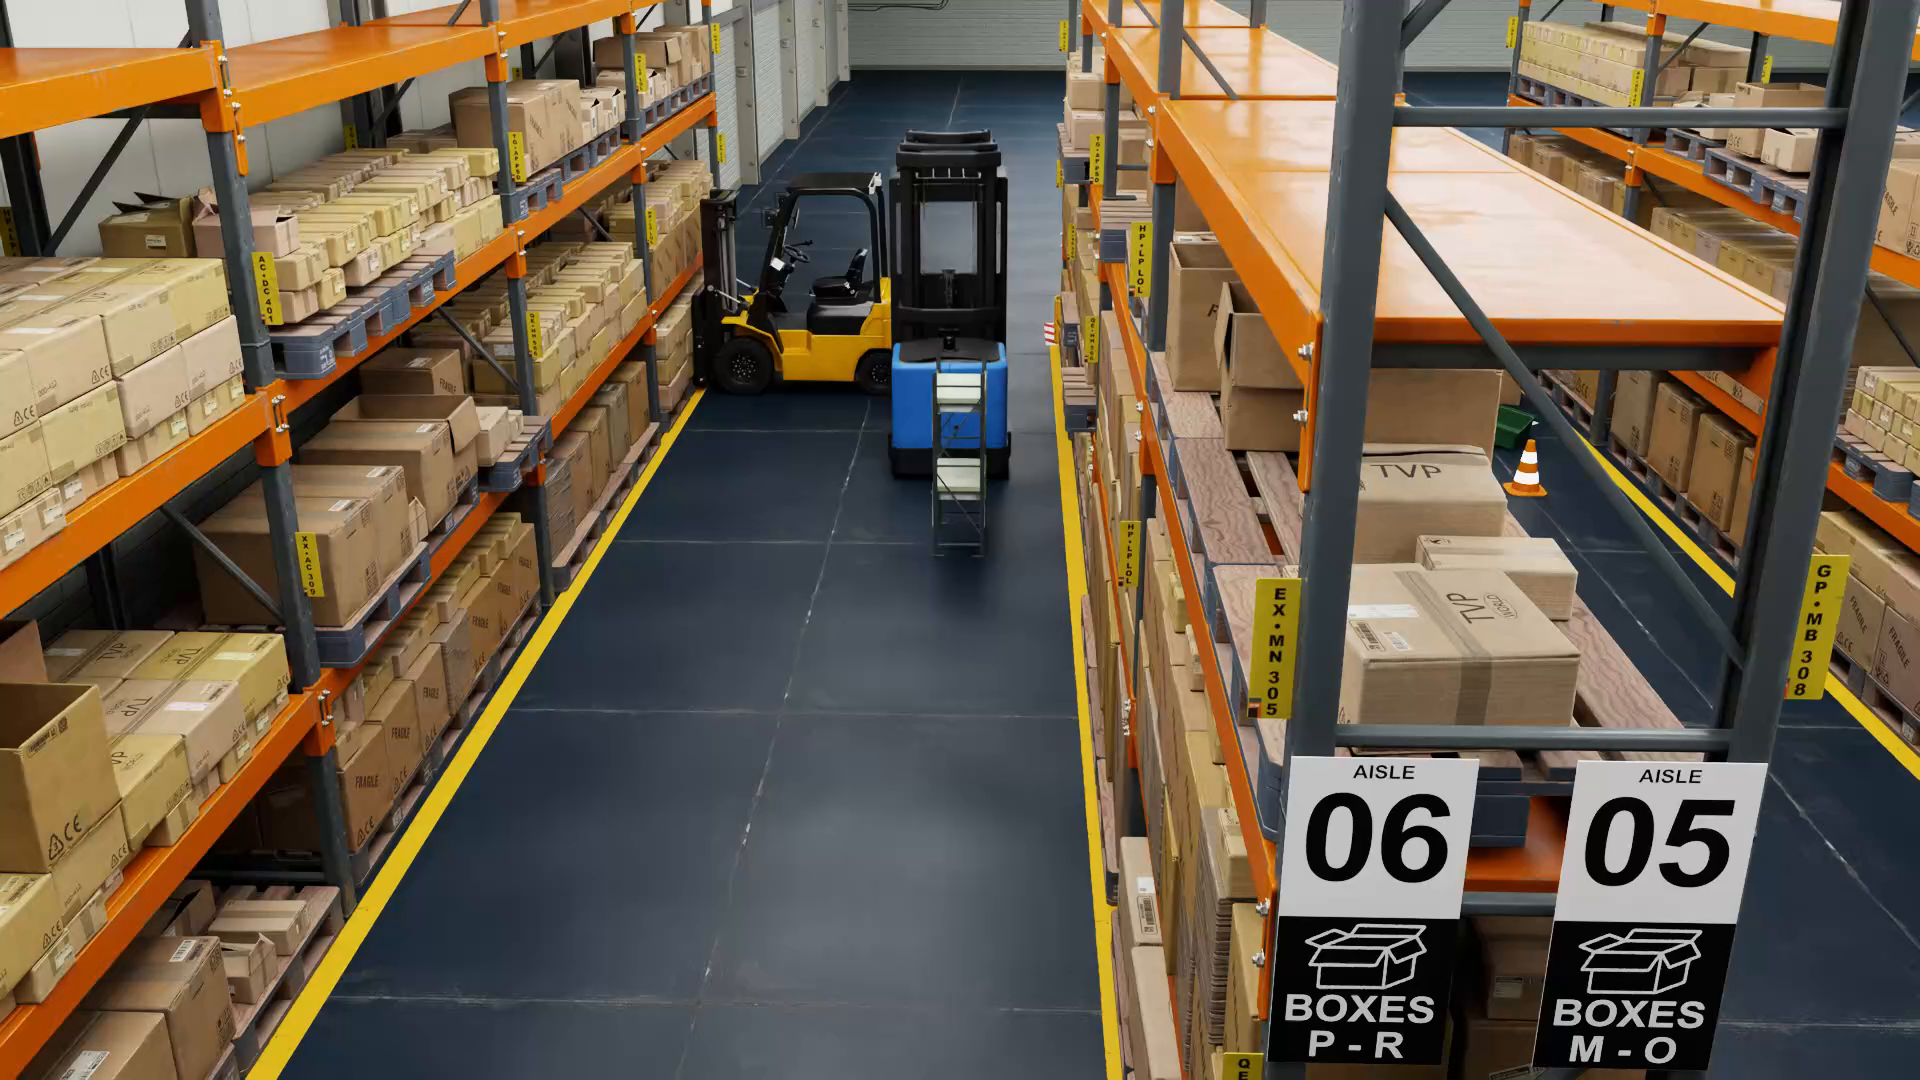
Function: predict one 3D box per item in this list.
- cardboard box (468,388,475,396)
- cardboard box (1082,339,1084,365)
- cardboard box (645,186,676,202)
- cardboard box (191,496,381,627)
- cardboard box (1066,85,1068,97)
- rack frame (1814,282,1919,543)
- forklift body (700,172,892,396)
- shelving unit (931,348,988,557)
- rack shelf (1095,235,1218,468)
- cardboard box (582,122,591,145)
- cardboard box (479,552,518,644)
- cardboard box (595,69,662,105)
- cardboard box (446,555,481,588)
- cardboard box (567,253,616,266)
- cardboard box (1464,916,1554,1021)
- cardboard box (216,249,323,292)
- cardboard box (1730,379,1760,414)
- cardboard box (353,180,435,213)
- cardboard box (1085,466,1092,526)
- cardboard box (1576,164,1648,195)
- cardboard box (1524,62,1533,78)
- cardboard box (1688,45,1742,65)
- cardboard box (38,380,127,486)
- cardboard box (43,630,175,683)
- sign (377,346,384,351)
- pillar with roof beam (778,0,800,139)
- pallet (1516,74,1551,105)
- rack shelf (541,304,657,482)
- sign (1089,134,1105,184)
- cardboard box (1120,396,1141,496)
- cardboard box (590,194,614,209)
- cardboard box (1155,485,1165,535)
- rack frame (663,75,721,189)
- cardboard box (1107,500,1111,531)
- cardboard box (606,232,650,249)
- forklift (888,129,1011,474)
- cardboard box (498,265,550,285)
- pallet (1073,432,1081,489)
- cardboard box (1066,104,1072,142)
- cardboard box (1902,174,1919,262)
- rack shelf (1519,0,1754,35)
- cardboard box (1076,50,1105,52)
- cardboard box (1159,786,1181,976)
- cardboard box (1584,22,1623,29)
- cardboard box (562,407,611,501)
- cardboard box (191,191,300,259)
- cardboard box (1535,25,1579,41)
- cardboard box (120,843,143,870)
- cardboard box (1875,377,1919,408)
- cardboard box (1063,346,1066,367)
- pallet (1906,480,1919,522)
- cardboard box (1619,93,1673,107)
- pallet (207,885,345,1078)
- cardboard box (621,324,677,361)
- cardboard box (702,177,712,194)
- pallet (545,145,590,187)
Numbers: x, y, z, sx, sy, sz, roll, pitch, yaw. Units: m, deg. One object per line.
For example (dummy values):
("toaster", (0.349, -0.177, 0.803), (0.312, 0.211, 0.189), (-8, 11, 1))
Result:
("cardboard box", (-3.750, -1.024, 12.228), (0.500, 0.250, 0.500), (0, 21, 0))
("cardboard box", (1.137, -1.455, 12.899), (0.380, 0.149, 0.250), (1, 21, 3))
("cardboard box", (-3.130, -3.531, 17.037), (0.380, 0.149, 0.250), (1, 21, 2))
("cardboard box", (-3.391, 0.103, 8.398), (0.700, 0.500, 0.500), (1, 21, 3))
("cardboard box", (1.362, -4.933, 18.296), (0.380, 0.149, 0.250), (1, 21, 2))
("rack frame", (6.405, -0.857, 11.592), (1.000, 3.000, 0.127), (1, 21, 2))
("forklift body", (-1.499, -2.720, 17.565), (2.313, 2.155, 1.214), (1, 21, 2))
("shelving unit", (0.000, -0.702, 13.264), (0.431, 1.500, 0.755), (1, 21, 2))
("rack shelf", (1.393, -1.215, 9.362), (1.077, 0.370, 4.000), (1, 21, 2))
("cardboard box", (-3.139, -3.219, 13.159), (0.380, 0.149, 0.250), (0, 21, 1))
("cardboard box", (-3.331, 0.377, 11.285), (0.500, 0.500, 0.500), (0, 21, 1))
("cardboard box", (-3.117, -4.272, 15.650), (0.500, 0.311, 0.500), (1, 21, 3))
("cardboard box", (-3.352, 0.209, 10.822), (0.380, 0.149, 0.250), (1, 21, 3))
("cardboard box", (-3.224, -2.416, 14.575), (0.380, 0.149, 0.250), (1, 21, 2))
("cardboard box", (1.498, 1.077, 4.190), (0.380, 0.149, 0.250), (1, 21, 3))
("cardboard box", (-3.182, -1.248, 7.669), (0.380, 0.149, 0.250), (1, 21, 3))
("cardboard box", (6.166, -1.250, 12.466), (0.500, 0.500, 0.500), (1, 21, 2))
("cardboard box", (-3.262, -1.985, 9.596), (0.380, 0.149, 0.250), (1, 21, 2))
("cardboard box", (1.495, -0.317, 13.251), (0.950, 0.372, 0.625), (0, 21, 1))
("cardboard box", (6.626, -3.404, 16.454), (0.875, 0.550, 0.550), (1, 21, 2))
("cardboard box", (6.310, -5.061, 17.907), (0.380, 0.149, 0.250), (1, 21, 2))
("cardboard box", (6.884, -4.419, 15.151), (0.380, 0.149, 0.250), (0, 21, 1))
("cardboard box", (-3.426, -0.399, 6.060), (0.500, 0.250, 0.500), (1, 21, 3))
("cardboard box", (-3.914, 0.625, 7.567), (0.500, 0.250, 0.500), (0, 21, 1))
("sign", (-4.063, -1.473, 11.578), (0.100, 0.325, 0.005), (1, 21, 2))
("pillar with roof beam", (0.664, -12.837, 34.173), (9.100, 9.000, 0.400), (1, 21, 2))
("pallet", (6.636, -4.839, 17.828), (1.003, 0.211, 1.213), (1, 21, 2))
("rack shelf", (-3.447, -1.316, 13.769), (1.077, 0.370, 4.000), (1, 21, 2))
("sign", (0.911, -2.521, 11.019), (0.100, 0.325, 0.005), (1, 21, 2))
("cardboard box", (1.138, -0.476, 9.089), (0.500, 0.500, 0.500), (1, 21, 3))
("cardboard box", (-3.662, -3.352, 16.575), (0.380, 0.149, 0.250), (0, 21, 1))
("cardboard box", (1.063, -0.133, 7.307), (0.380, 0.149, 0.250), (0, 21, 1))
("rack frame", (-3.264, -3.821, 19.230), (1.000, 3.000, 0.127), (1, 21, 2))
("cardboard box", (1.168, -0.256, 10.248), (0.500, 0.250, 0.500), (1, 21, 3))
("cardboard box", (-3.113, -2.836, 15.657), (0.380, 0.149, 0.250), (0, 21, 1))
("forklift", (-0.110, -2.437, 15.757), (1.130, 2.935, 3.031), (0, 21, -1))
("cardboard box", (-3.700, -2.230, 14.094), (0.380, 0.149, 0.250), (1, 21, 2))
("pallet", (1.553, -0.740, 15.144), (1.003, 0.211, 1.213), (1, 21, 2))
("cardboard box", (1.142, -3.455, 13.768), (0.500, 0.250, 0.500), (0, 21, 1))
("cardboard box", (6.113, -1.918, 10.040), (0.500, 0.500, 0.500), (1, 21, 2))
("rack shelf", (6.587, -5.302, 16.300), (1.077, 0.370, 4.000), (1, 21, 2))
("cardboard box", (1.421, -5.113, 17.659), (0.380, 0.149, 0.250), (1, 21, 2))
("cardboard box", (0.999, 1.239, 6.050), (0.500, 0.500, 0.500), (1, 21, 3))
("cardboard box", (6.977, -5.520, 17.987), (0.380, 0.149, 0.250), (1, 21, 2))
("cardboard box", (-3.443, -0.722, 13.946), (0.875, 0.625, 0.625), (0, 21, -1))
("cardboard box", (-3.271, -1.443, 7.598), (0.396, 0.266, 0.258), (0, 21, 1))
("cardboard box", (6.304, -5.345, 17.537), (0.380, 0.149, 0.250), (0, 21, 1))
("cardboard box", (-3.491, 1.221, 6.583), (0.380, 0.149, 0.250), (1, 21, 2))
("cardboard box", (6.191, -0.951, 10.778), (0.380, 0.149, 0.250), (0, 21, 0))
("cardboard box", (1.369, -2.011, 17.786), (0.500, 0.250, 0.500), (2, 21, 5))
("pallet", (6.385, -0.052, 9.780), (1.003, 0.211, 1.213), (1, 21, 2))
("cardboard box", (6.218, -3.962, 15.076), (0.380, 0.149, 0.250), (1, 21, 1))
("pallet", (-3.651, 2.066, 7.912), (1.003, 0.211, 1.213), (1, 21, 2))
("cardboard box", (-3.058, -1.926, 16.185), (0.500, 0.250, 0.500), (0, 21, 1))
("cardboard box", (-2.973, -3.949, 18.524), (0.380, 0.149, 0.250), (1, 21, 2))
("pallet", (-3.545, -2.890, 12.944), (1.003, 0.211, 1.213), (2, 21, 4))
